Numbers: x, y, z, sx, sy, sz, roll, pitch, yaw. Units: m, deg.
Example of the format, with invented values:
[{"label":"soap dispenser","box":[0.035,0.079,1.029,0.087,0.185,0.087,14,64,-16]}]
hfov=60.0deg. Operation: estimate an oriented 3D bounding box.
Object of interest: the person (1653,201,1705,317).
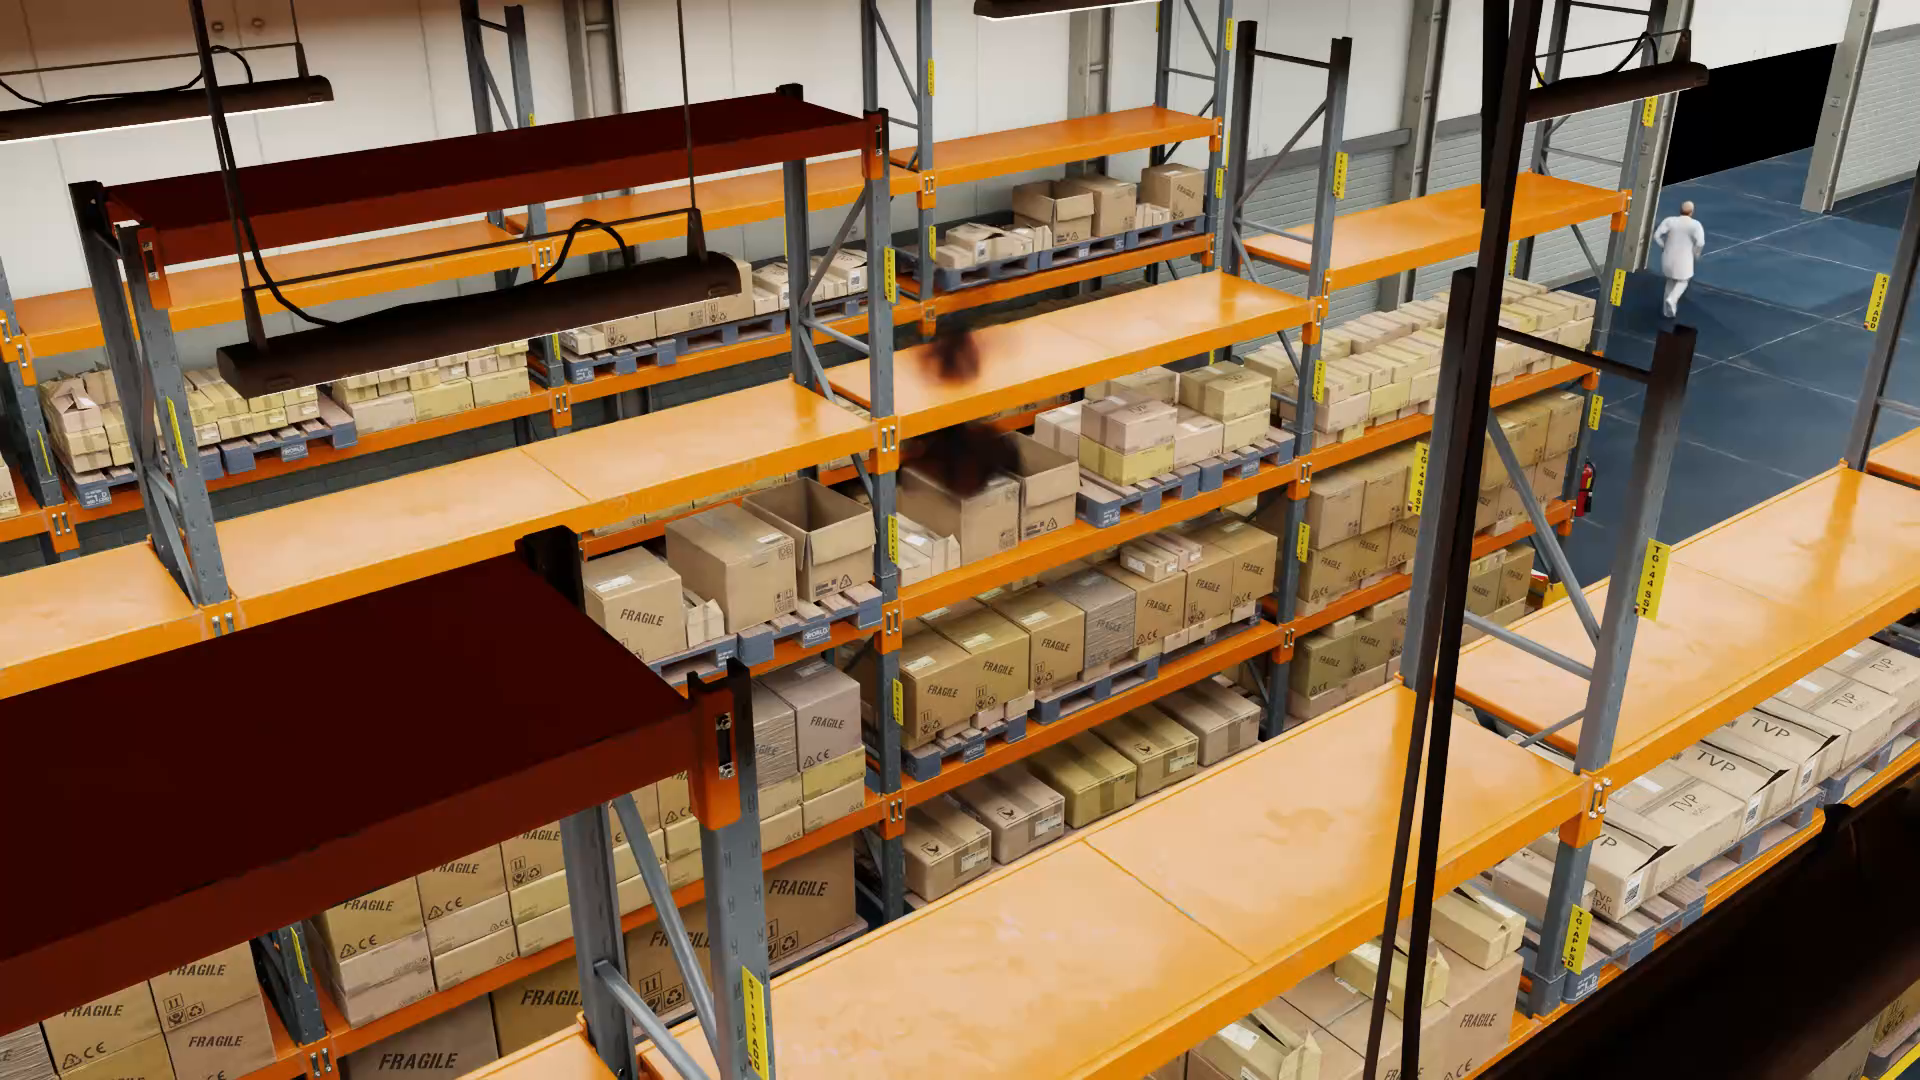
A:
[{"label":"person","box":[10.574,-4.130,24.577,0.733,1.755,0.683,20,32,35]}]
